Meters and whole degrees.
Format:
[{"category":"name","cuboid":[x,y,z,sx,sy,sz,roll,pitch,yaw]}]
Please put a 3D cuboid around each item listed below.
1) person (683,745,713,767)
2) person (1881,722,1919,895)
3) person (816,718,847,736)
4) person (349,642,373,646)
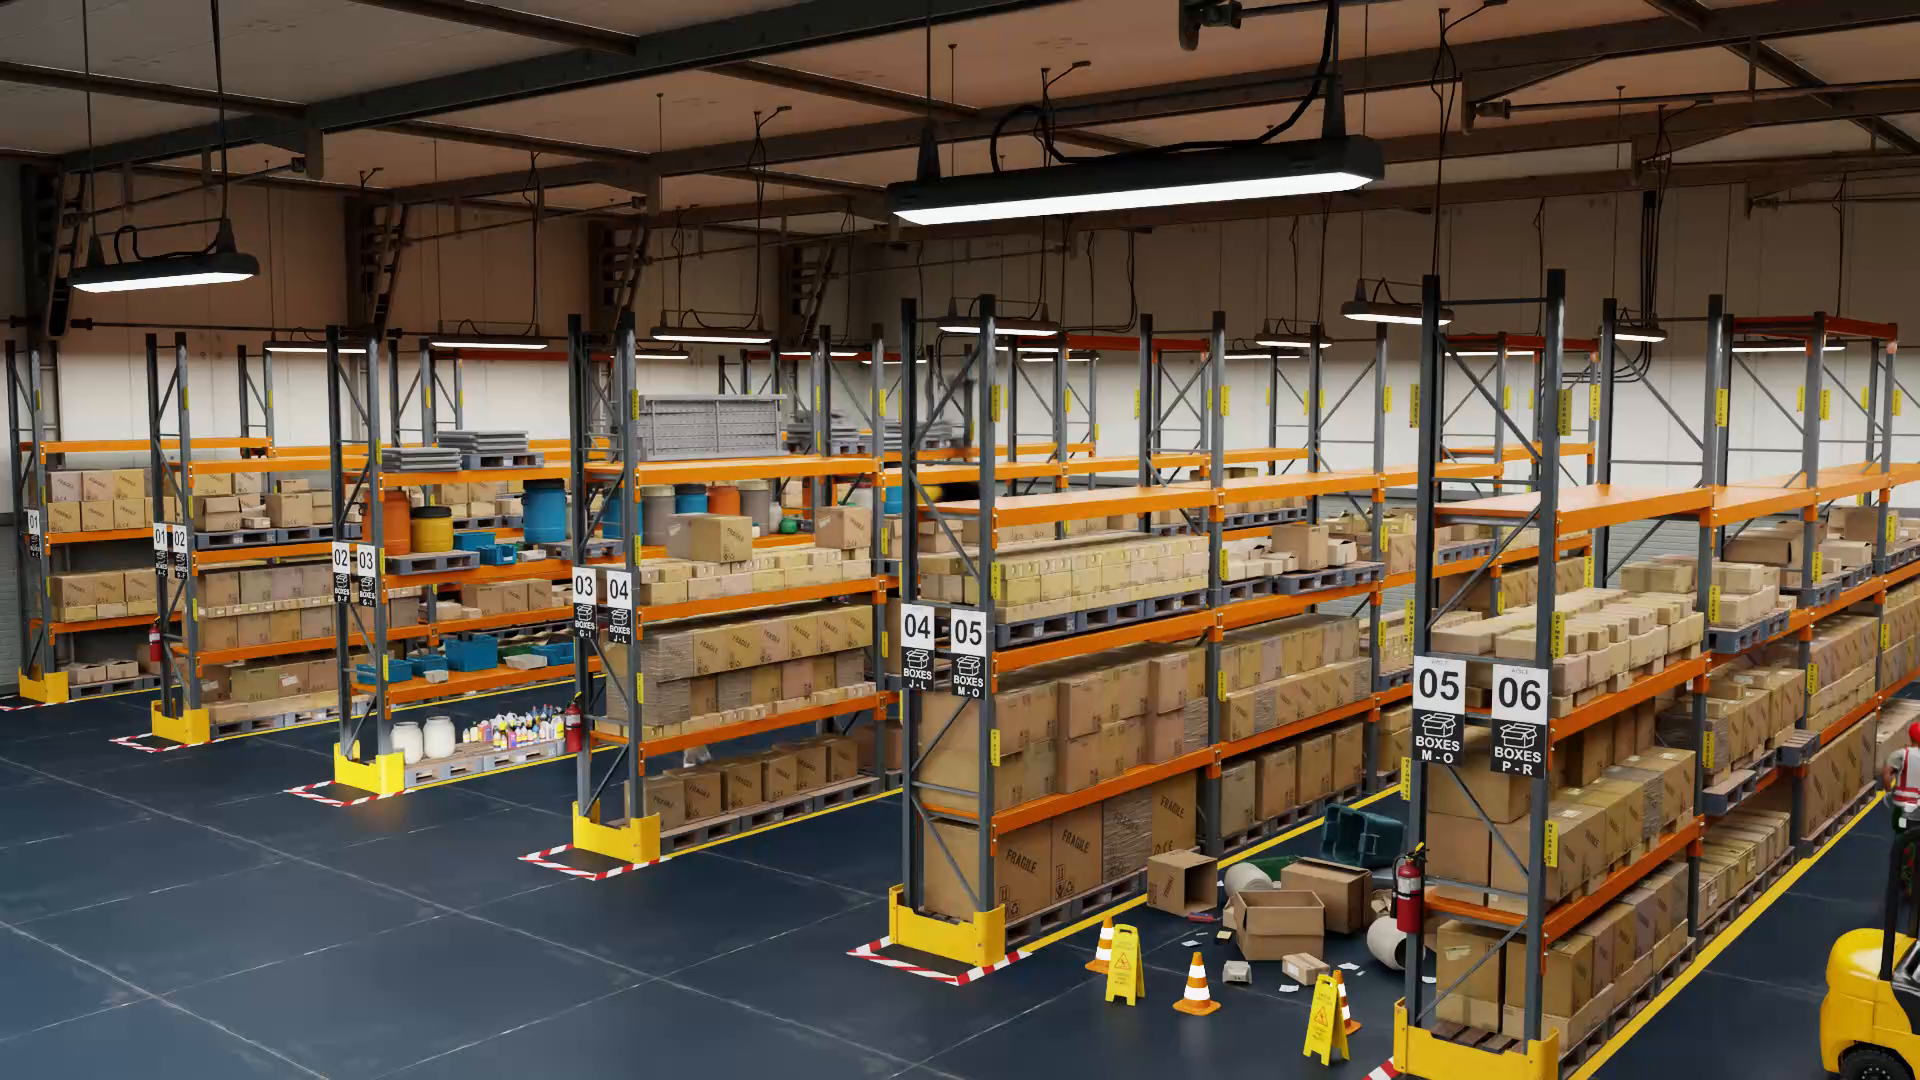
[{"category":"person","cuboid":[-3.400,2.330,21.372,0.652,1.825,0.904,3,6,33]},{"category":"person","cuboid":[9.806,2.757,17.034,0.622,1.817,0.739,3,6,32]},{"category":"person","cuboid":[-1.866,2.238,23.470,0.627,1.703,0.936,3,6,30]},{"category":"person","cuboid":[-10.357,1.775,28.836,0.595,1.601,0.561,3,6,26]}]
